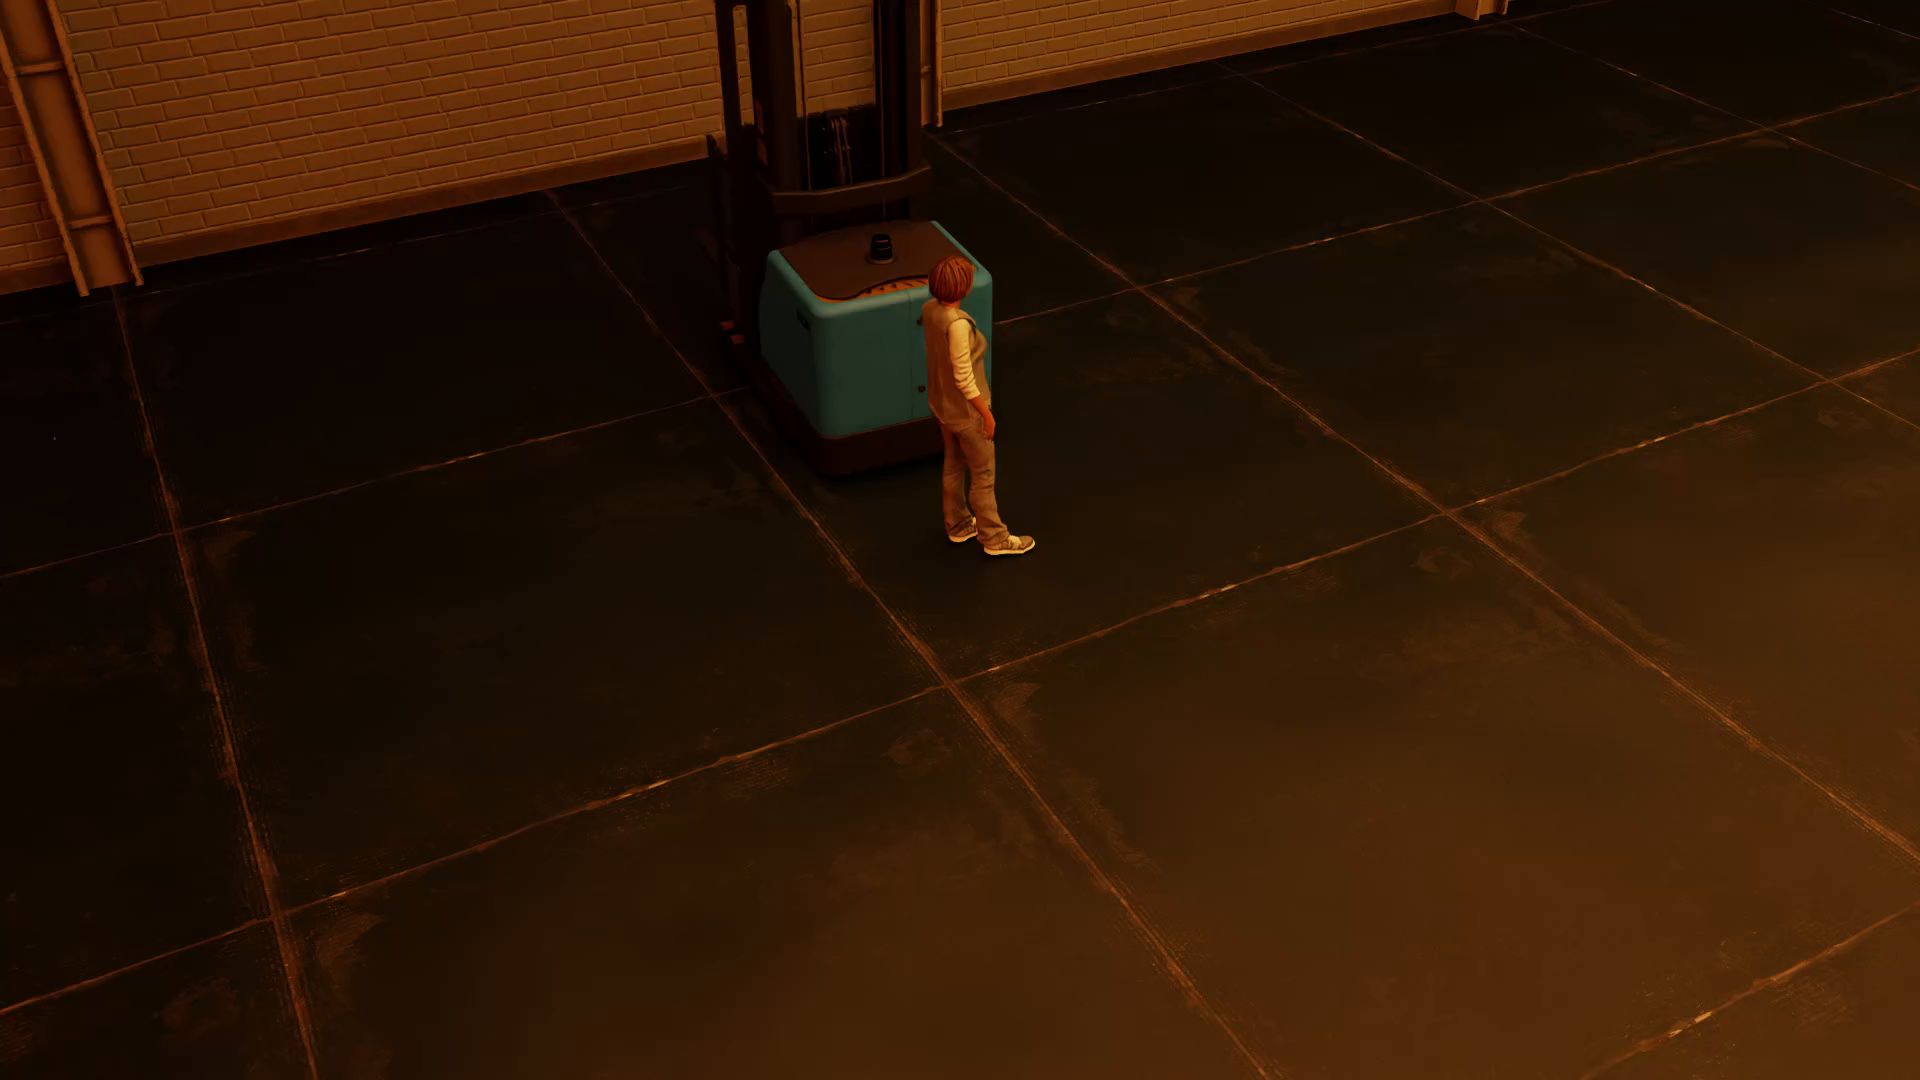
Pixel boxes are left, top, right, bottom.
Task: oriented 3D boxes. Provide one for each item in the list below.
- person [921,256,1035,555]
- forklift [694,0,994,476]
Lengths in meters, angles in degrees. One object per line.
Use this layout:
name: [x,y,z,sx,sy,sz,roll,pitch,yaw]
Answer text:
person: [0.080,-0.673,8.220,0.482,1.598,0.505,-15,38,-20]
forklift: [-0.873,-2.385,9.497,1.130,2.935,3.031,-14,38,-19]
